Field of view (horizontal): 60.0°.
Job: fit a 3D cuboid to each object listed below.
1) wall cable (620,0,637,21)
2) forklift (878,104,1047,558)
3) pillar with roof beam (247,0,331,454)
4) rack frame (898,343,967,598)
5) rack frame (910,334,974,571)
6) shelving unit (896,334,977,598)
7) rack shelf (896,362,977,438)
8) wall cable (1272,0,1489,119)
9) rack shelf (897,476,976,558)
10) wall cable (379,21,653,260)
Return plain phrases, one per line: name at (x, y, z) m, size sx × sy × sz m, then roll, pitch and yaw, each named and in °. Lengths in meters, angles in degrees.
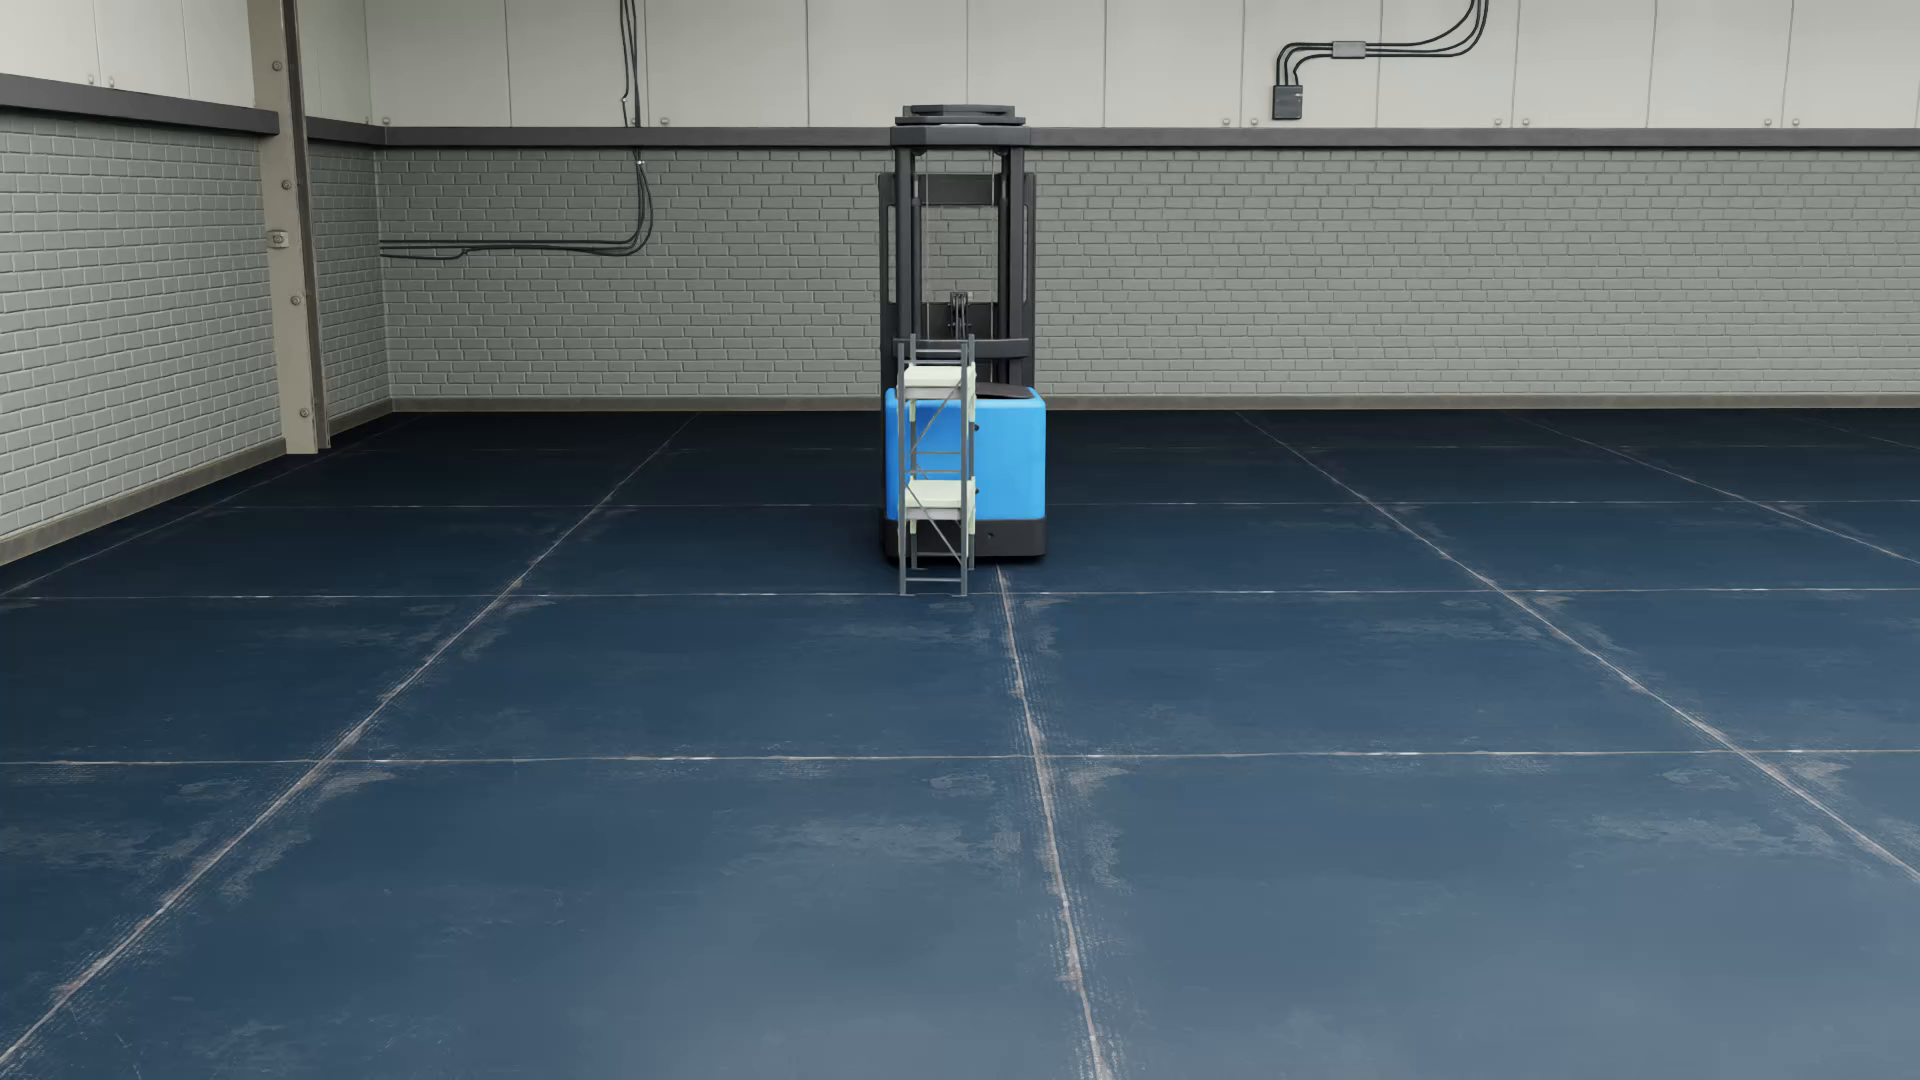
wall cable at (-2.212, -6.813, 17.614) m, size 3.097 × 2.526 × 0.112 m, roll 0°, pitch 11°, yaw -1°
forklift at (-0.030, -1.560, 11.877) m, size 1.130 × 2.935 × 3.031 m, roll -1°, pitch 11°, yaw -3°
pillar with roof beam at (-1.873, -5.275, 14.926) m, size 9.100 × 9.000 × 0.400 m, roll 0°, pitch 11°, yaw -1°
rack frame at (-0.158, -0.398, 9.747) m, size 0.400 × 1.500 × 0.023 m, roll 1°, pitch 12°, yaw 4°
rack frame at (-0.111, -0.543, 10.463) m, size 0.400 × 1.500 × 0.023 m, roll 1°, pitch 12°, yaw 4°
shelving unit at (-0.134, -0.471, 10.105) m, size 0.431 × 1.500 × 0.755 m, roll 1°, pitch 12°, yaw 4°
rack shelf at (-0.134, -0.853, 10.027) m, size 0.431 × 0.370 × 0.720 m, roll 1°, pitch 12°, yaw 4°
wall cable at (4.575, -7.551, 17.591) m, size 2.305 × 6.003 × 0.169 m, roll 0°, pitch 11°, yaw -1°
rack shelf at (-0.134, -0.151, 10.170) m, size 0.431 × 0.370 × 0.720 m, roll 1°, pitch 12°, yaw 4°
wall cable at (-4.916, -4.326, 18.061) m, size 3.097 × 2.526 × 0.112 m, roll 0°, pitch 11°, yaw -1°
